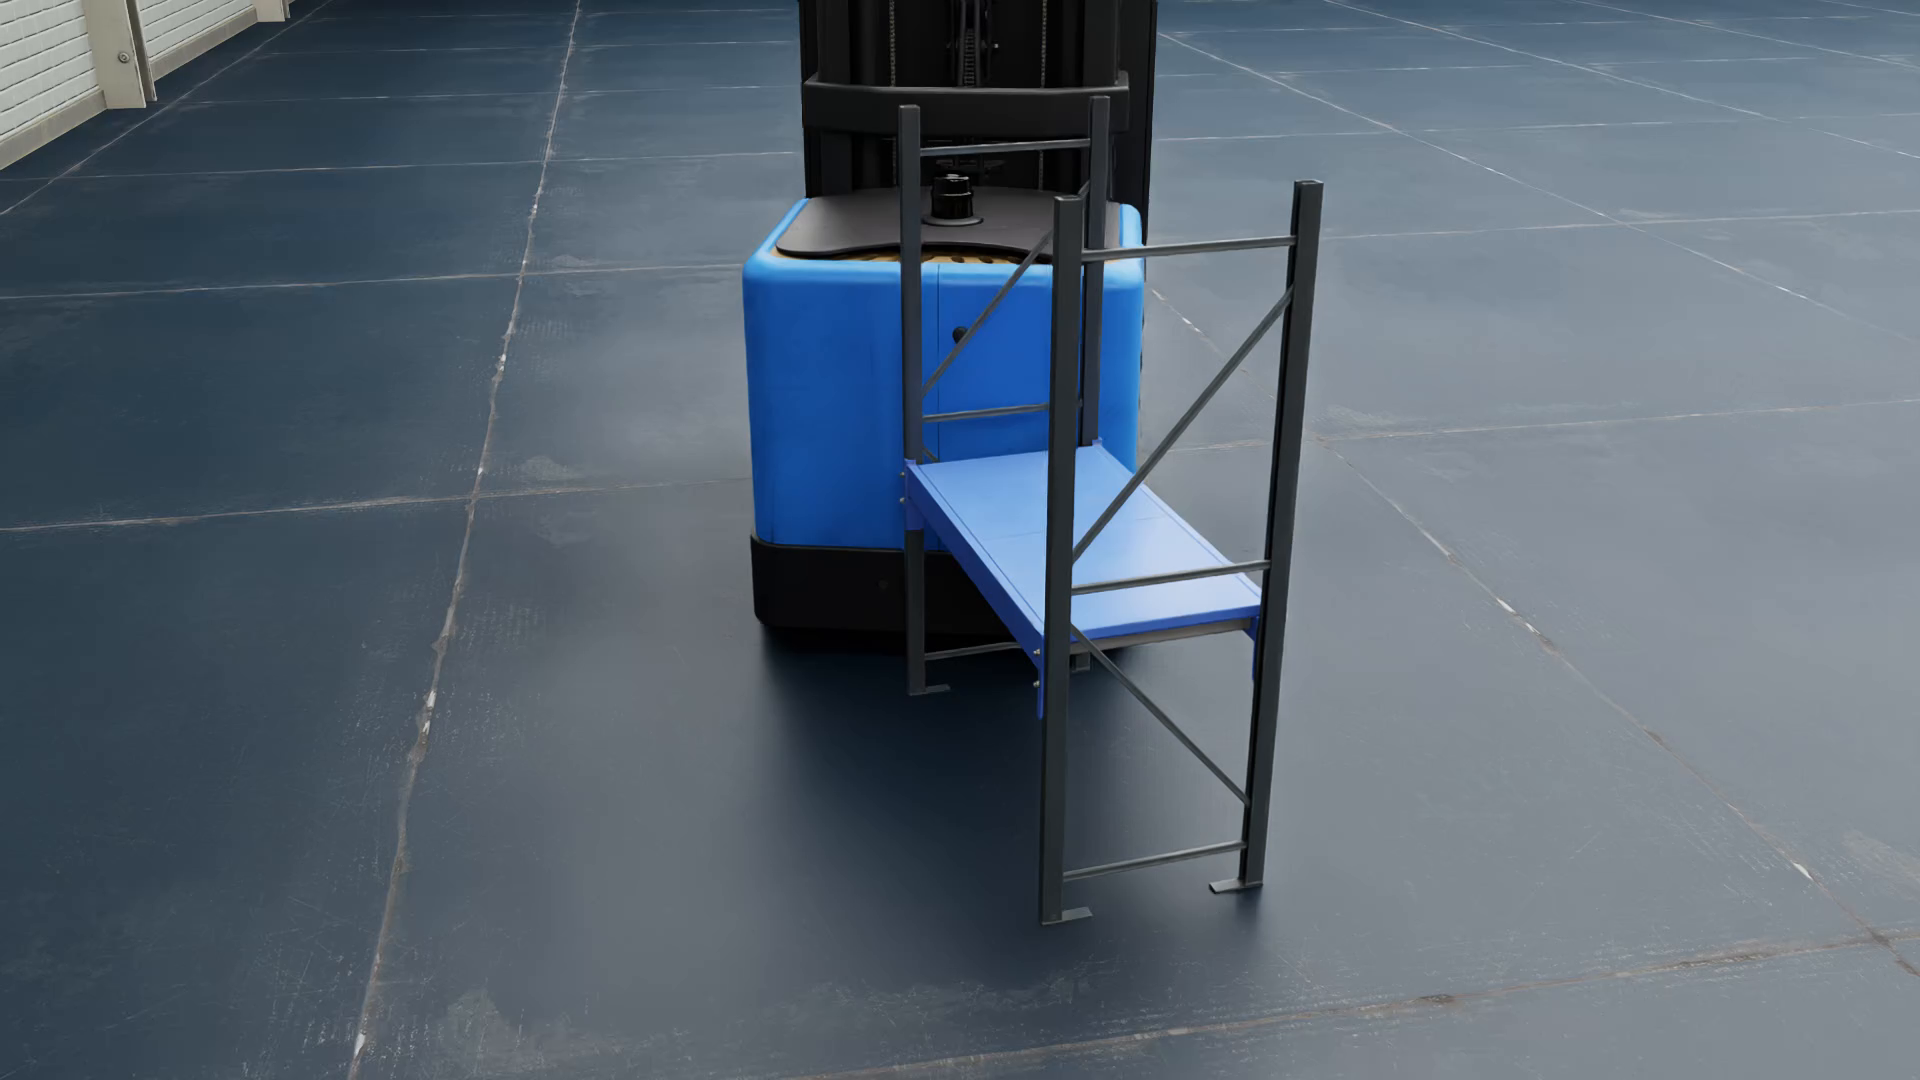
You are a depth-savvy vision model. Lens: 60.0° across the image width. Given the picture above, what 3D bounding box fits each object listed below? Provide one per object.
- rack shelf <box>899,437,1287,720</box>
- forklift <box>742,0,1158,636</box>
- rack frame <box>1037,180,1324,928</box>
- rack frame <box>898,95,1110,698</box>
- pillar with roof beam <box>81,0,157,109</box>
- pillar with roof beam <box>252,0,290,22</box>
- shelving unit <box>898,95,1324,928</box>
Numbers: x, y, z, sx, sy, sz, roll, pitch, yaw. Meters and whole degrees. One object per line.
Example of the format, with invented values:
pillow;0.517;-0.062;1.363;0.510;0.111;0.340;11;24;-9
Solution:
rack shelf;0.254;0.046;3.720;0.538;0.185;1.000;-7;25;-16
forklift;0.076;-1.628;5.315;1.130;2.935;3.031;2;24;5
rack frame;0.404;0.076;3.203;0.500;1.500;0.032;-7;25;-16
rack frame;0.104;-0.313;4.093;0.500;1.500;0.032;-7;25;-16
pillar with roof beam;-2.318;-7.880;12.049;9.100;9.000;0.400;-4;24;-10
pillar with roof beam;-3.428;-10.240;17.453;9.100;9.000;0.400;-4;24;-10
shelving unit;0.254;-0.119;3.648;0.538;1.500;1.048;-7;25;-16
